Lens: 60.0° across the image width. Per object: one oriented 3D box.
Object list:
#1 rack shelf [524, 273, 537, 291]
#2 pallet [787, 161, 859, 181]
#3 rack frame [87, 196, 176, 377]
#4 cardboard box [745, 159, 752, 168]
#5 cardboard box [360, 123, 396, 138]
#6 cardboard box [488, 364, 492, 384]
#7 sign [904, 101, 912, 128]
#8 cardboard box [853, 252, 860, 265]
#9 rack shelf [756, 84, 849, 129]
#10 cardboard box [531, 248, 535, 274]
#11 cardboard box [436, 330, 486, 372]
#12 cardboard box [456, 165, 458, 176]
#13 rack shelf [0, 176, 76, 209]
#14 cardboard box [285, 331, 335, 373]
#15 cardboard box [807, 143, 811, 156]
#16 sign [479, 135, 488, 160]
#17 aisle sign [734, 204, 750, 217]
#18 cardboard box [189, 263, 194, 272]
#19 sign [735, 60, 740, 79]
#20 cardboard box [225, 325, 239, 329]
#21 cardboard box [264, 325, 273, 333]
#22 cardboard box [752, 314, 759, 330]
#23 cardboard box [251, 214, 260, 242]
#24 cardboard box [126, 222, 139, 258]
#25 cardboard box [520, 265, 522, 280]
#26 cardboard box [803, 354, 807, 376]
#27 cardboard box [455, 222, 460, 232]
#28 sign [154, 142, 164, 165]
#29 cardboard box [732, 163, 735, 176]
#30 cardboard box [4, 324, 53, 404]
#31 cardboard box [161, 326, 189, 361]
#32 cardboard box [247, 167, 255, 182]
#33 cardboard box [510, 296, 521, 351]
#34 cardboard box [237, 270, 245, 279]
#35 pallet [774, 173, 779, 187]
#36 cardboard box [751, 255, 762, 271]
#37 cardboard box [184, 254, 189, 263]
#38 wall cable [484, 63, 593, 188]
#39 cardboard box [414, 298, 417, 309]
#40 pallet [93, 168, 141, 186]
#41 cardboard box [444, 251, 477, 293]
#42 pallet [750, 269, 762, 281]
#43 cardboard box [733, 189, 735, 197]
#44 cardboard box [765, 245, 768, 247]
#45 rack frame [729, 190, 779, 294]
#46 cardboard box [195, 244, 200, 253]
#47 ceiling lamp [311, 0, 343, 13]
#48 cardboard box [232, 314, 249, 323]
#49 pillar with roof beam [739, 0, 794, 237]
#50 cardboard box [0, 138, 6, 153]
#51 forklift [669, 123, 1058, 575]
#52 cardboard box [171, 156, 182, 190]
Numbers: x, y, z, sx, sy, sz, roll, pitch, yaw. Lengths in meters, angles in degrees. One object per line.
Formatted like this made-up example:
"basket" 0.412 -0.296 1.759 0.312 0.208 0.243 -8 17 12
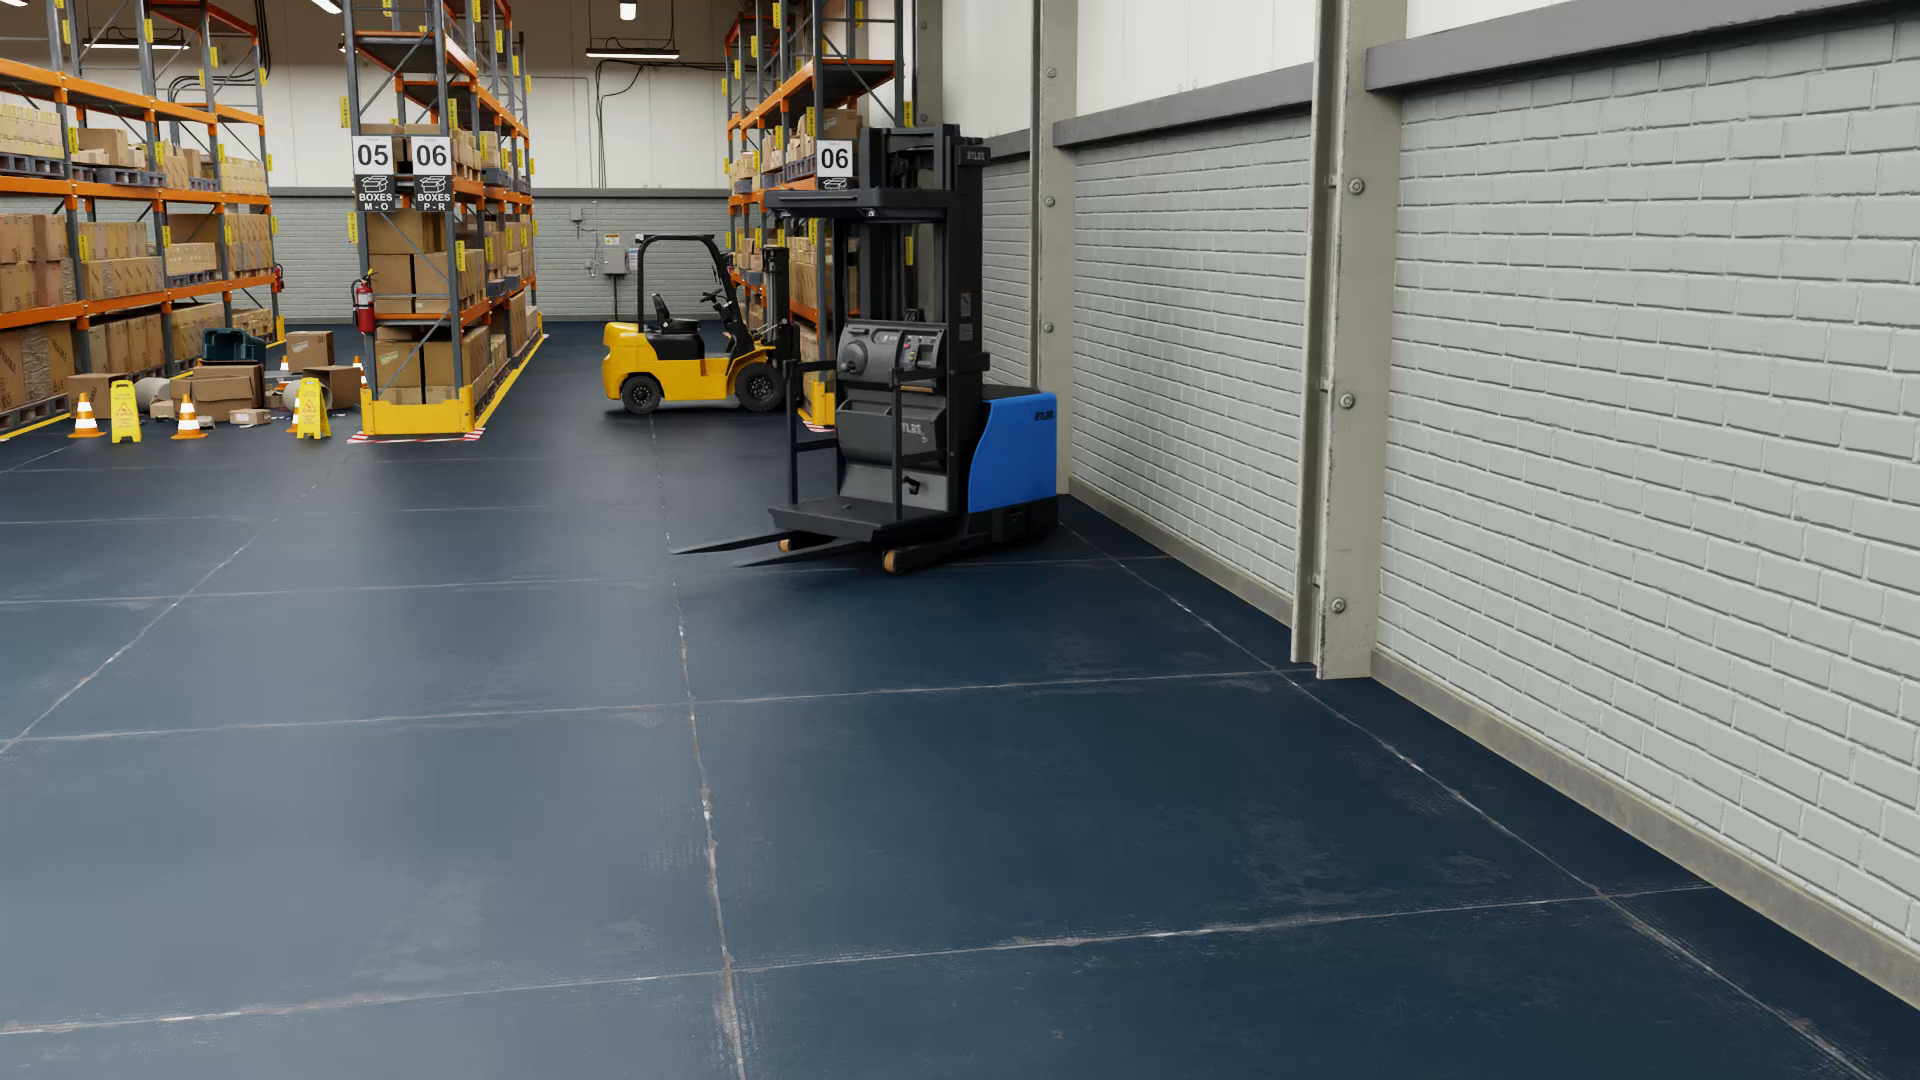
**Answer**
"rack shelf" -8.727 -4.879 31.733 1.077 0.370 4.000 -2 11 -11
"pallet" -1.723 -4.854 21.892 1.003 0.211 1.213 -2 11 -11
"rack frame" -12.396 -3.934 24.841 1.000 3.000 0.127 -2 11 -11
"cardboard box" -3.485 -6.448 28.512 0.380 0.149 0.250 -2 11 -11
"cardboard box" -6.359 -4.458 18.113 0.380 0.149 0.250 -2 11 -10
"cardboard box" -6.403 -2.155 21.729 0.500 0.250 0.500 -2 11 -8
"sign" -0.590 -4.807 18.858 0.100 0.325 0.005 -2 11 -11
"cardboard box" -1.058 -3.328 19.659 0.380 0.149 0.250 -2 11 -11
"rack shelf" -2.303 -6.344 24.452 1.077 0.370 4.000 -2 11 -11
"cardboard box" -8.762 -5.570 33.169 0.500 0.500 0.500 -2 11 -11
"cardboard box" -6.203 -2.337 20.677 0.500 0.500 0.500 -2 11 -8
"cardboard box" -6.035 -4.275 19.286 0.380 0.149 0.250 -2 11 -13
"rack shelf" -11.229 -3.953 18.846 1.077 0.370 4.000 -2 11 -11
"cardboard box" -8.522 -2.472 21.823 0.500 0.500 0.500 -2 11 -11
"cardboard box" -1.595 -4.592 19.562 0.380 0.149 0.250 -2 11 -13
"sign" -6.251 -5.147 21.812 0.100 0.325 0.005 -2 11 -11
"aisle sign" -4.549 -7.059 34.311 0.394 0.787 0.004 -2 11 -11
"cardboard box" -12.594 -4.397 26.823 0.380 0.149 0.250 -2 11 -13
"sign" -4.006 -8.475 29.949 0.100 0.325 0.005 -2 11 -11
"cardboard box" -12.930 -3.697 29.305 0.380 0.149 0.250 -2 11 -8
"cardboard box" -13.495 -4.074 32.081 0.380 0.149 0.250 -2 11 -9
"cardboard box" -3.390 -3.739 29.383 0.500 0.500 0.500 -2 11 -13
"cardboard box" -13.410 -5.824 31.038 0.500 0.500 0.500 -2 11 -8
"cardboard box" -12.219 -4.298 23.816 0.700 0.500 0.500 -2 11 -12
"cardboard box" -8.003 -4.719 29.368 0.500 0.250 0.500 -2 11 -12
"cardboard box" -1.624 -2.117 20.193 0.500 0.250 0.500 -2 11 -12
"cardboard box" -7.917 -4.758 26.229 0.500 0.500 0.500 -2 11 -13
"sign" -11.850 -5.719 24.603 0.100 0.325 0.005 -2 11 -11
"cardboard box" -4.216 -7.296 32.753 0.500 0.250 0.500 -2 11 -12
"cardboard box" -11.385 -2.079 19.658 0.875 0.875 0.875 -2 11 -11
"cardboard box" -12.283 -3.051 25.765 0.500 0.500 0.500 -3 11 -13
"cardboard box" -13.415 -6.783 30.854 0.500 0.250 0.500 -2 11 -10
"cardboard box" -7.782 -3.588 27.585 0.875 0.875 0.875 -2 11 -10
"cardboard box" -13.166 -4.798 30.054 0.380 0.149 0.250 -2 11 -10
"pallet" -2.252 -5.368 24.859 1.003 0.211 1.213 -2 11 -8
"cardboard box" -3.214 -4.628 27.765 0.500 0.250 0.500 -3 11 -14
"cardboard box" -12.545 -4.495 26.542 0.380 0.149 0.250 -2 11 -12
"wall cable" -9.760 -9.606 38.600 2.355 3.000 0.029 -2 11 -11
"cardboard box" -6.465 -2.791 19.508 0.380 0.149 0.250 -2 11 -10
"pallet" -11.998 -4.993 22.891 1.003 0.211 1.213 -2 11 -8
"cardboard box" -6.135 -3.238 20.125 0.500 0.500 0.500 -2 11 -12
"pallet" -3.075 -4.575 28.727 1.003 0.211 1.213 -2 11 -11
"cardboard box" -4.298 -6.872 32.927 0.380 0.149 0.250 -2 11 -11
"cardboard box" -2.866 -4.563 26.145 0.380 0.149 0.250 -2 11 -10
"rack frame" -4.248 -5.781 34.545 1.000 3.000 0.127 -2 11 -11
"cardboard box" -12.707 -4.786 27.276 0.380 0.149 0.250 -2 11 -13
"ceiling lamp" -10.318 -10.448 27.410 0.800 3.185 2.000 -2 11 -11
"cardboard box" -13.173 -4.030 30.257 0.380 0.149 0.250 -2 11 -10
"pillar with roof beam" -8.111 -9.098 35.932 9.100 9.000 0.548 -2 11 -11
"cardboard box" -10.838 -4.378 18.434 0.380 0.149 0.250 -2 11 -11
"forklift" -0.616 -1.316 11.270 1.130 2.935 3.031 9 14 40
"cardboard box" -12.350 -5.662 25.632 0.500 0.500 0.500 -2 11 -11
